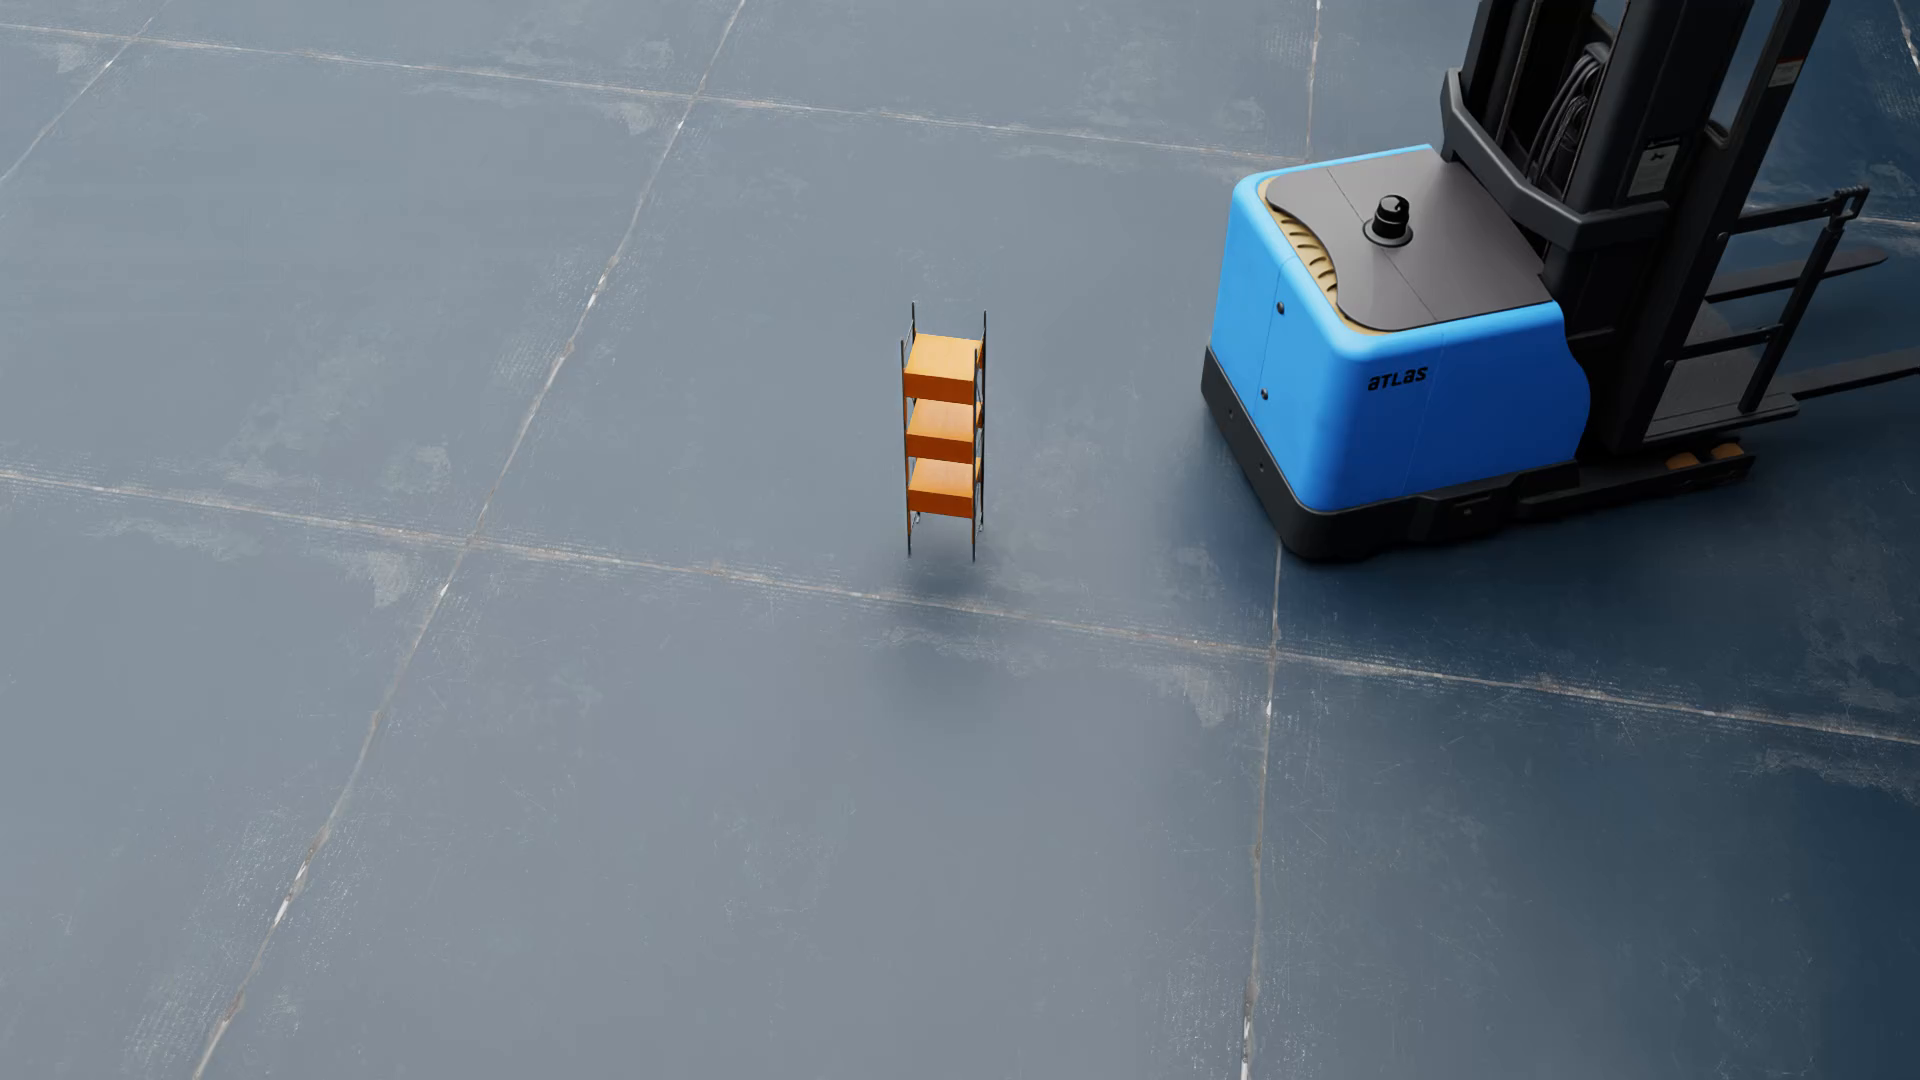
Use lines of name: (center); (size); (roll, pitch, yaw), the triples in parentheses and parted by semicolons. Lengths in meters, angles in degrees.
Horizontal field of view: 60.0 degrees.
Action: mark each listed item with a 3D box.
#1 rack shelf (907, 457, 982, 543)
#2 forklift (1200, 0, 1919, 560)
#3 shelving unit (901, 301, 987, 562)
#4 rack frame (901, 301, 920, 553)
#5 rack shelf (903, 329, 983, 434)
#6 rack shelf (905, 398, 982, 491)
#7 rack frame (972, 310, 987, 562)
rack shelf: (-0.053, -0.165, 6.080); (0.240, 0.259, 0.215); (8, 49, 7)
forklift: (2.544, -1.524, 5.649); (3.031, 2.935, 1.130); (-12, 49, -10)
shelving unit: (-0.053, -0.358, 5.866); (0.252, 1.050, 0.215); (8, 49, 7)
rack frame: (-0.173, -0.374, 5.880); (0.008, 1.050, 0.200); (8, 49, 7)
rack shelf: (-0.053, -0.541, 5.663); (0.240, 0.259, 0.215); (8, 49, 7)
rack shelf: (-0.053, -0.351, 5.874); (0.240, 0.259, 0.215); (8, 49, 7)
rack frame: (0.067, -0.342, 5.851); (0.008, 1.050, 0.200); (8, 49, 7)
